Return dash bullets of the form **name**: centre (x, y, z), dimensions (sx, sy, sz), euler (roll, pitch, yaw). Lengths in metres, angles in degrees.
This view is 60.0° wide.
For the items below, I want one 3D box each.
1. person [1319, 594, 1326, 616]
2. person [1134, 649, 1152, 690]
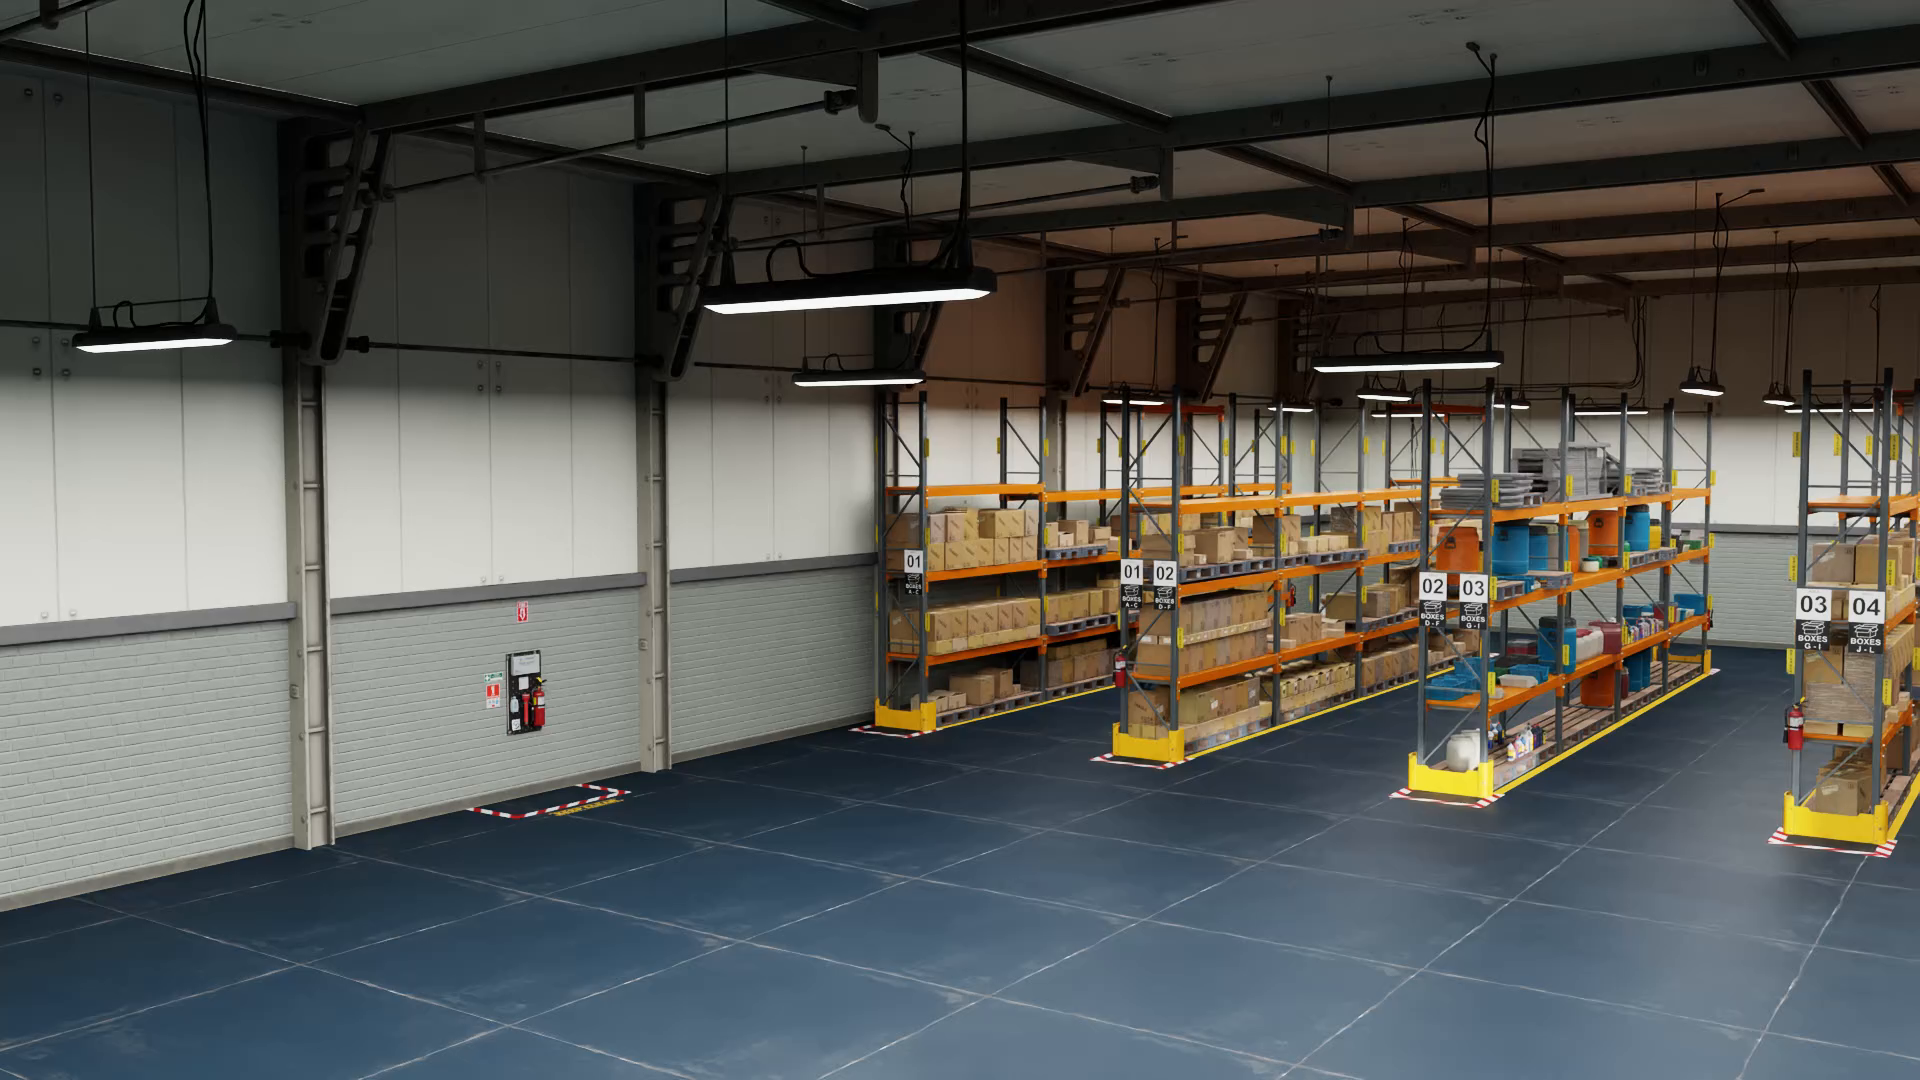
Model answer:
- **person**: centre (8.691, 2.044, 39.178), dimensions (0.633, 1.572, 0.748), euler (3, 4, 43)
- **person**: centre (3.481, 2.490, 31.120), dimensions (0.452, 1.528, 0.889), euler (1, 3, 23)
